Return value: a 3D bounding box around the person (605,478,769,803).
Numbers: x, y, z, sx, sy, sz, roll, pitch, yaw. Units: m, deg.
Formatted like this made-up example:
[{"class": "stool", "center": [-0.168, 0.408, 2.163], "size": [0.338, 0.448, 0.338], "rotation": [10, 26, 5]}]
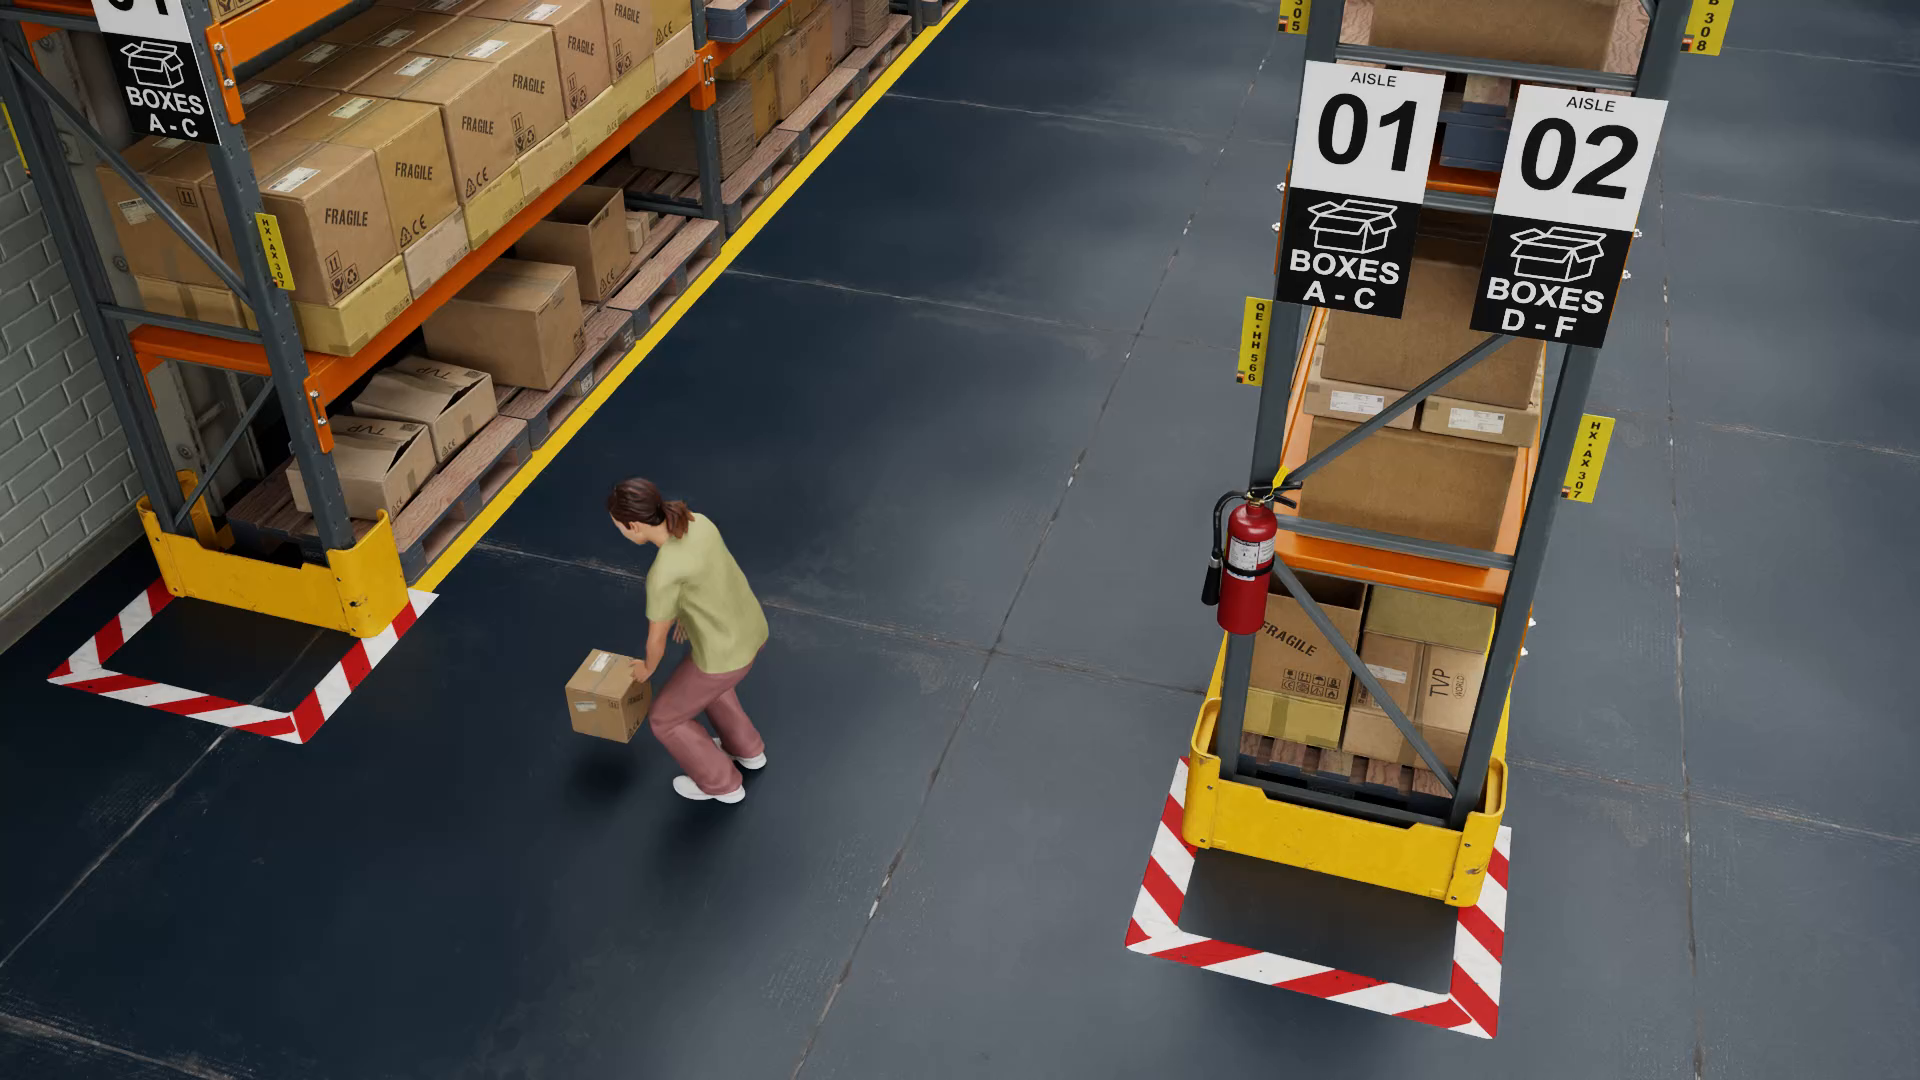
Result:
[{"class": "person", "center": [-1.044, 0.410, 6.509], "size": [0.554, 1.493, 0.502], "rotation": [11, 39, 15]}]
